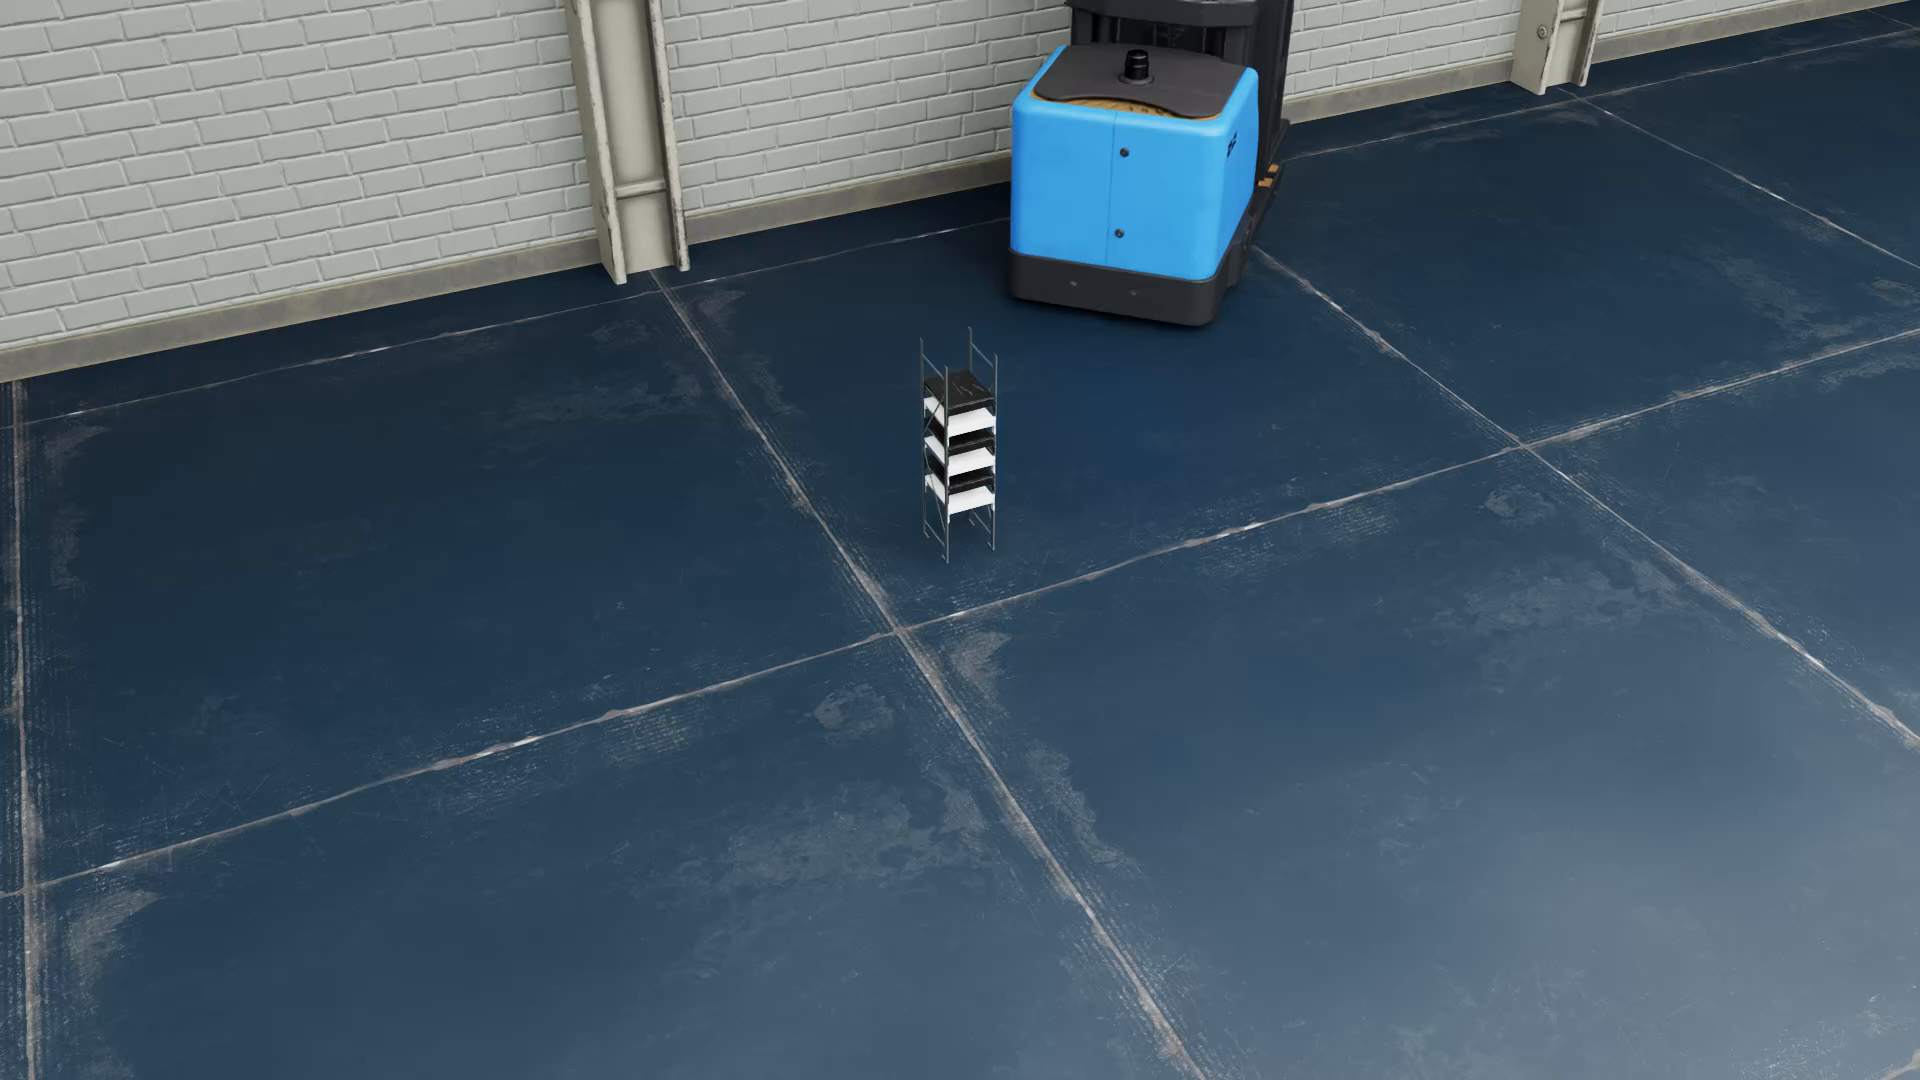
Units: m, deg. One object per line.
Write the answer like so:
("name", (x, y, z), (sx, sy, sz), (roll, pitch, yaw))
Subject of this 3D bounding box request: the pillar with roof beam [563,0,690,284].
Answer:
("pillar with roof beam", (0.184, -2.733, 2.881), (0.400, 9.000, 9.100), (-16, 39, -20))

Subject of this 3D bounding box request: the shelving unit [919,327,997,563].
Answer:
("shelving unit", (-0.007, -0.359, 6.479), (0.210, 0.900, 0.258), (-16, 39, -20))

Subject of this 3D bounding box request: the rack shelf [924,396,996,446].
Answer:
("rack shelf", (-0.007, -0.477, 6.392), (0.200, 0.077, 0.258), (-16, 39, -20))

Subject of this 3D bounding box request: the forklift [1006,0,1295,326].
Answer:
("forklift", (1.188, -3.089, 8.454), (1.130, 2.935, 3.031), (12, 38, 15))

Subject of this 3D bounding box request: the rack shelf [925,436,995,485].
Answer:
("rack shelf", (-0.007, -0.333, 6.499), (0.200, 0.077, 0.258), (-16, 39, -20))

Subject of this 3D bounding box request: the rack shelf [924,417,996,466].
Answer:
("rack shelf", (-0.007, -0.405, 6.445), (0.200, 0.077, 0.258), (-16, 39, -20))

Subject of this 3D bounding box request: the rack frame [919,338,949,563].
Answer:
("rack frame", (-0.099, -0.334, 6.444), (0.006, 0.900, 0.240), (-16, 39, -20))

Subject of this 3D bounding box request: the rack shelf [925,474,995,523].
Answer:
("rack shelf", (-0.007, -0.188, 6.606), (0.200, 0.077, 0.258), (-16, 39, -20))

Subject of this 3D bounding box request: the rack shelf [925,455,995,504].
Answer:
("rack shelf", (-0.007, -0.260, 6.553), (0.200, 0.077, 0.258), (-16, 39, -20))

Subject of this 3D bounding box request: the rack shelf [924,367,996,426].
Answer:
("rack shelf", (-0.007, -0.549, 6.338), (0.200, 0.077, 0.258), (-16, 39, -20))

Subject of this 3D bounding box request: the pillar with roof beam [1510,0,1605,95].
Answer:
("pillar with roof beam", (5.615, -4.251, 4.928), (0.400, 9.000, 9.100), (-16, 39, -20))

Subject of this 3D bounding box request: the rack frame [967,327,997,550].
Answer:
("rack frame", (0.085, -0.385, 6.514), (0.006, 0.900, 0.240), (-16, 39, -20))
